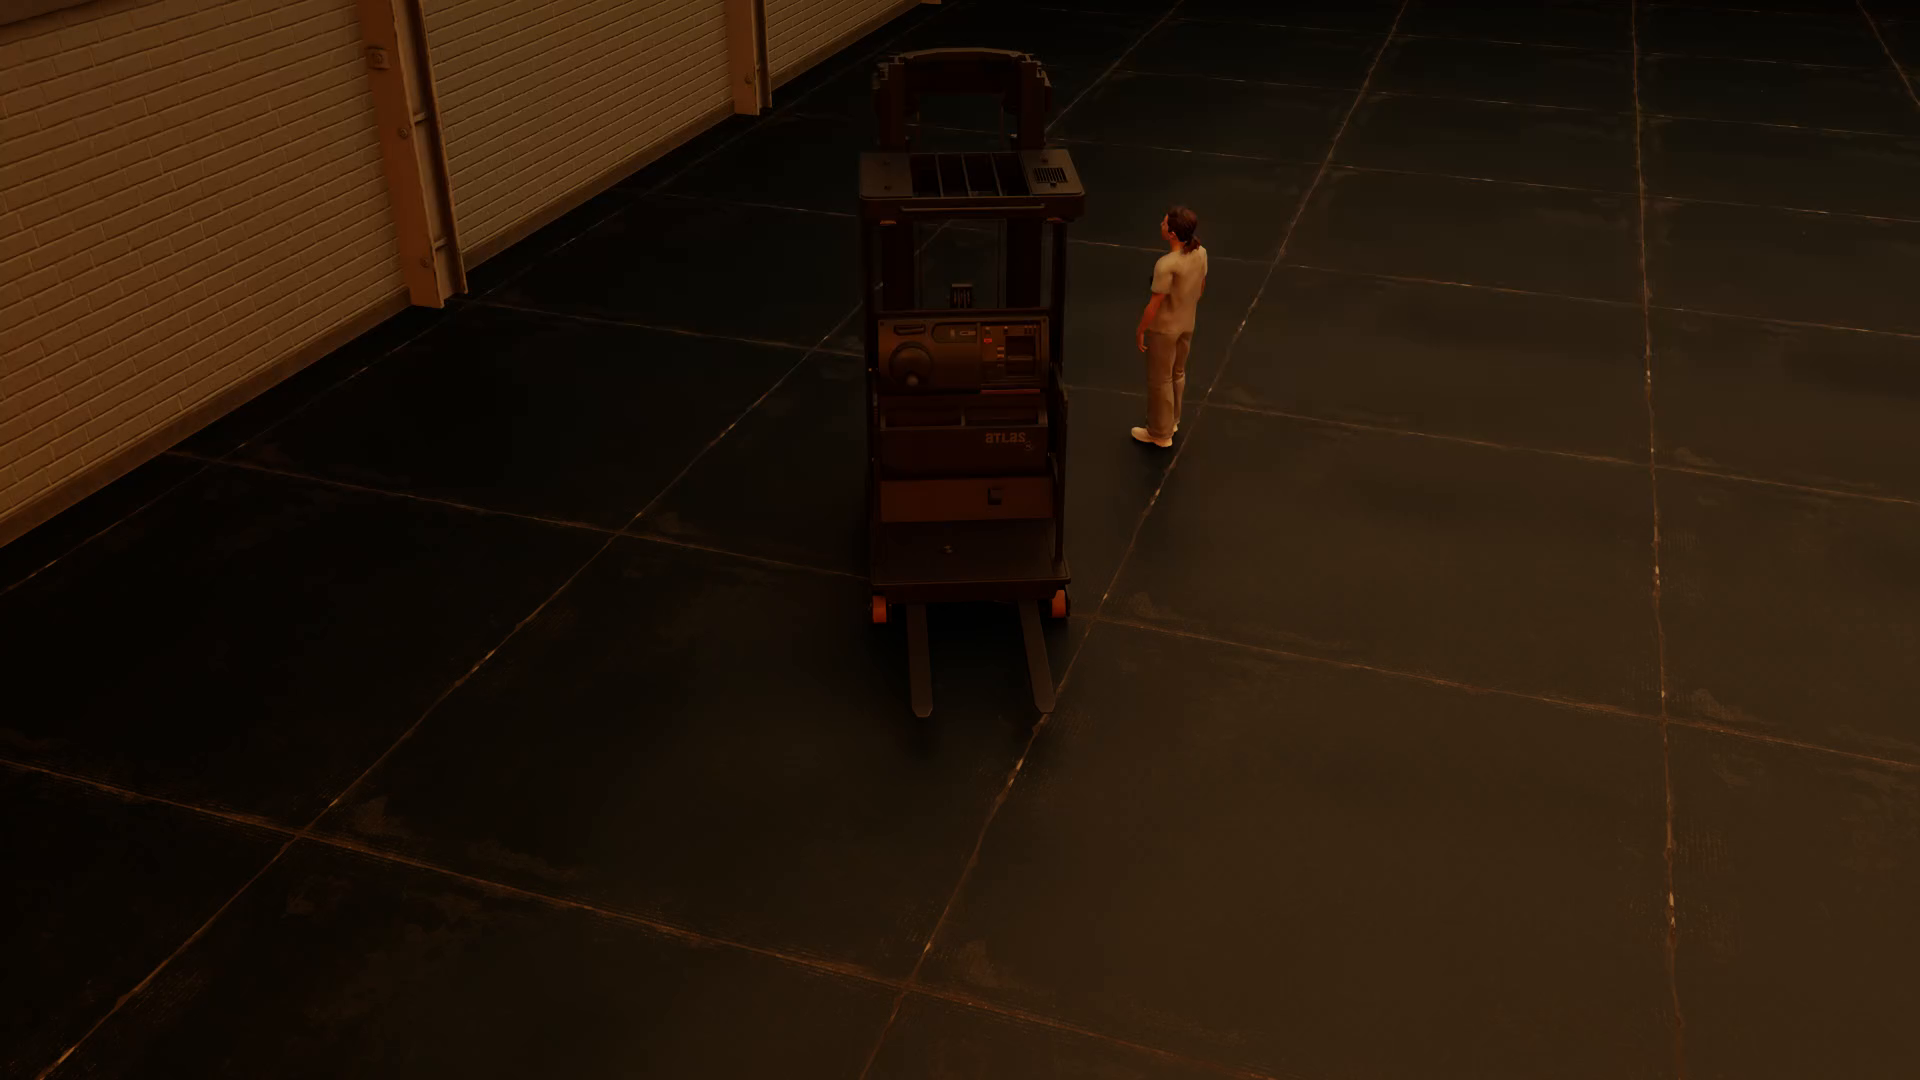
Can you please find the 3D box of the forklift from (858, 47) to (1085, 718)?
[{"bbox_3d":[0.035,-0.972,8.842,1.130,2.935,3.031,-2,30,-3],"label":"forklift"}]

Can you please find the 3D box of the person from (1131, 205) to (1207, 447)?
[{"bbox_3d":[1.322,-1.398,10.854,0.551,1.665,0.549,-25,38,-36],"label":"person"}]
